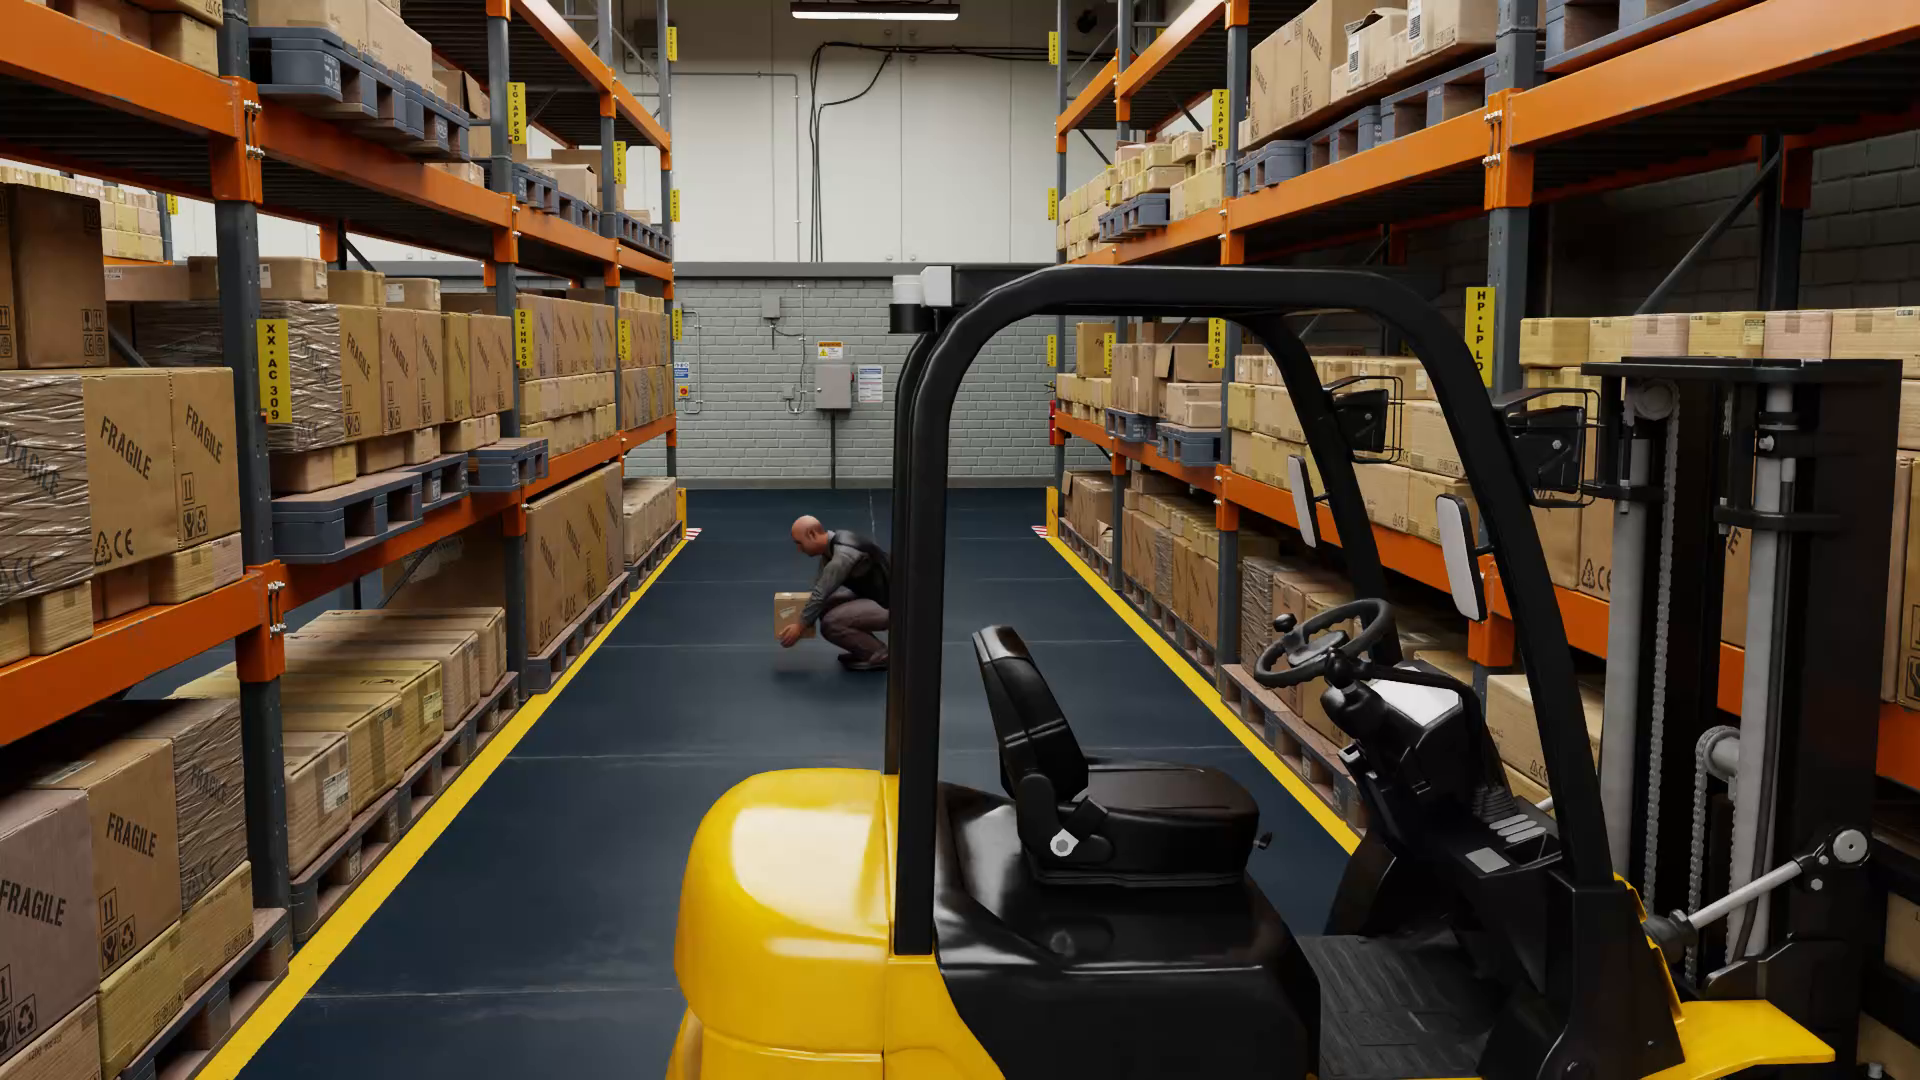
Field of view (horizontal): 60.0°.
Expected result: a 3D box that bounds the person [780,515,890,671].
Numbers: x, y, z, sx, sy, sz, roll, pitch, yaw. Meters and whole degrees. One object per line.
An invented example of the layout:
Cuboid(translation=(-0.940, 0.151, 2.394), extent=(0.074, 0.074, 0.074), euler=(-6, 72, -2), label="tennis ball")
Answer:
Cuboid(translation=(-0.697, 0.320, 10.402), extent=(0.856, 0.968, 0.527), euler=(0, 7, -4), label="person")
